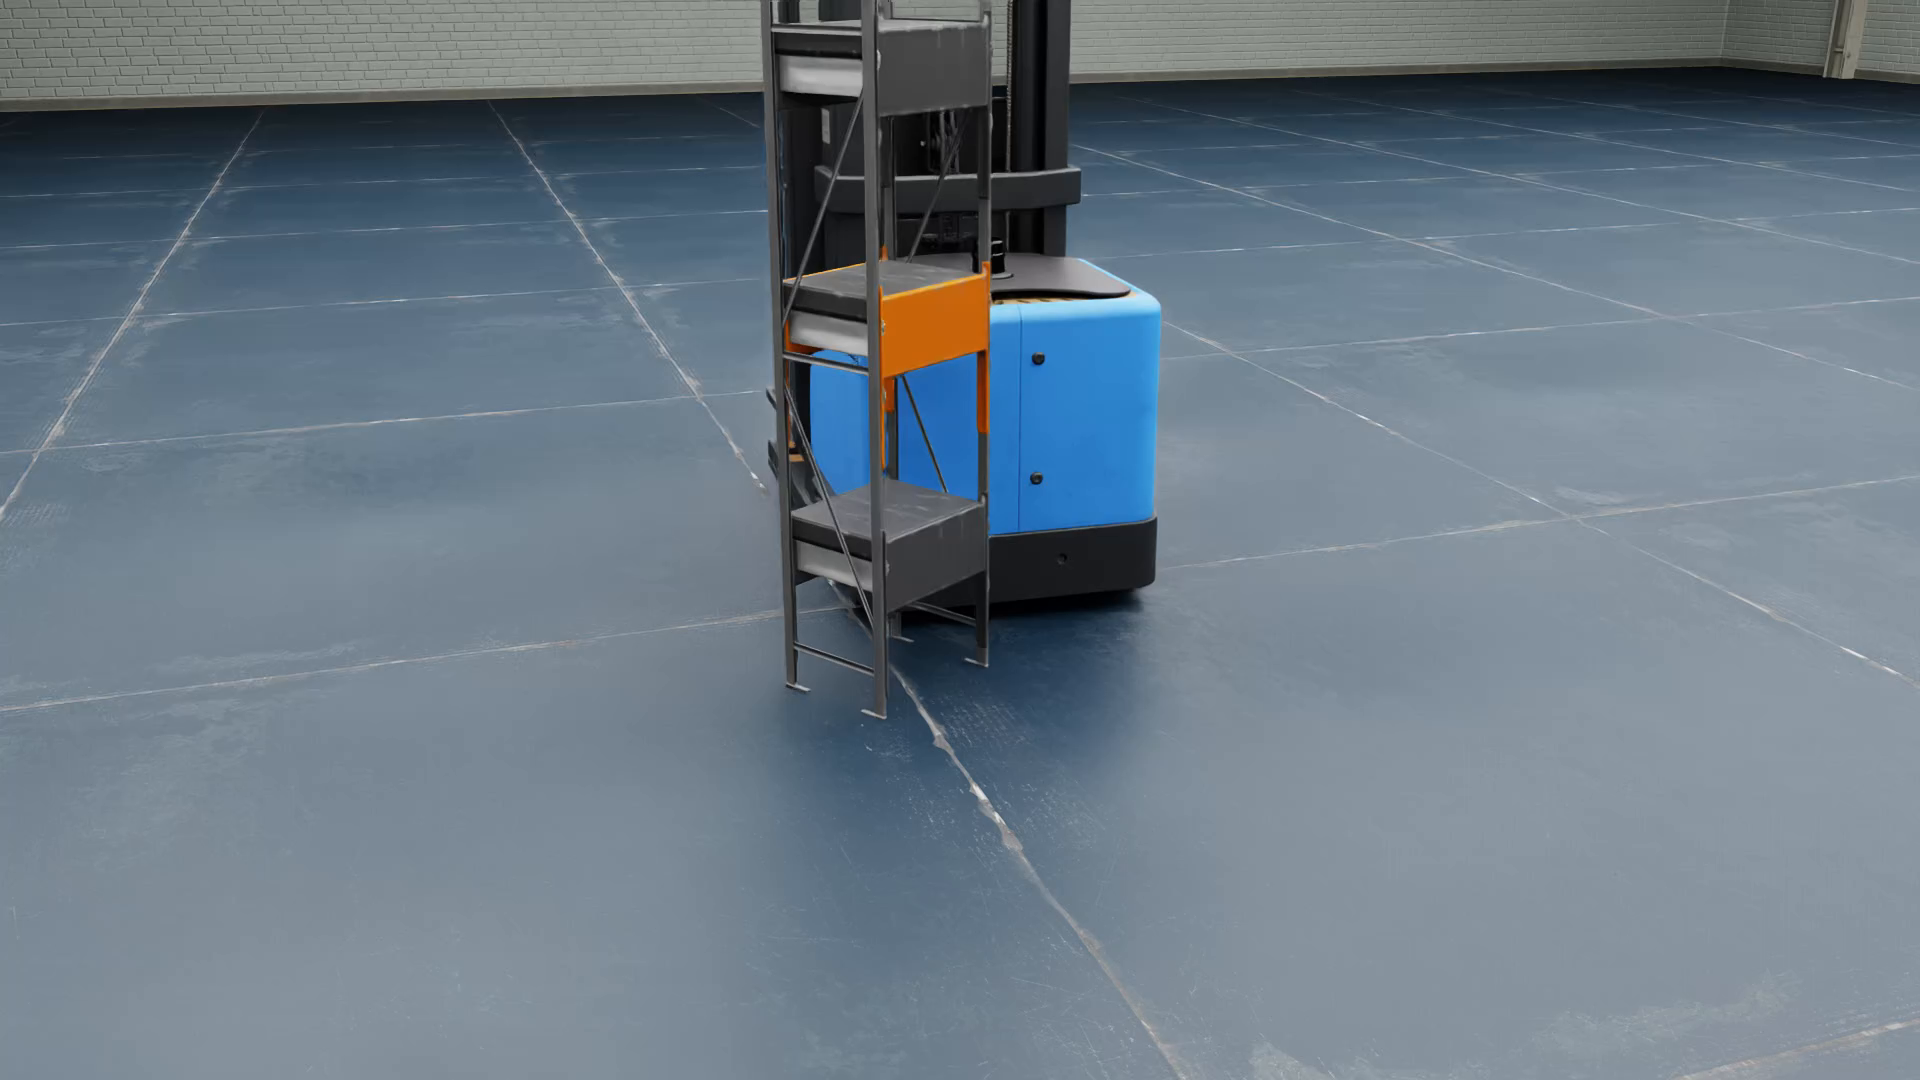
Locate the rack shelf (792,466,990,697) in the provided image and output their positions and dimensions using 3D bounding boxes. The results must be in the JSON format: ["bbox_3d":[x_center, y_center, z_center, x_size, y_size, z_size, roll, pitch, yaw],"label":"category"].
[{"bbox_3d":[-0.224,0.114,5.105,0.431,0.518,0.480,15,25,36],"label":"rack shelf"}]

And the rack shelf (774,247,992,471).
[{"bbox_3d":[-0.224,-0.545,4.868,0.431,0.518,0.480,15,25,36],"label":"rack shelf"}]

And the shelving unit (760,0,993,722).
[{"bbox_3d":[-0.224,-0.558,4.863,0.431,2.100,0.503,15,25,36],"label":"shelving unit"}]

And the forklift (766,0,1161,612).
[{"bbox_3d":[-0.196,-1.601,6.537,1.130,2.935,3.031,-5,20,-14],"label":"forklift"}]

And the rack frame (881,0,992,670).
[{"bbox_3d":[-0.070,-0.622,5.042,0.400,2.100,0.015,15,25,36],"label":"rack frame"}]

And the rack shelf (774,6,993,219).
[{"bbox_3d":[-0.224,-1.204,4.631,0.431,0.518,0.480,15,25,36],"label":"rack shelf"}]

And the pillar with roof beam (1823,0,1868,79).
[{"bbox_3d":[10.928,-11.679,25.620,9.100,9.000,0.400,-6,21,-17],"label":"pillar with roof beam"}]

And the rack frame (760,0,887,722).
[{"bbox_3d":[-0.377,-0.494,4.685,0.400,2.100,0.015,15,25,36],"label":"rack frame"}]
